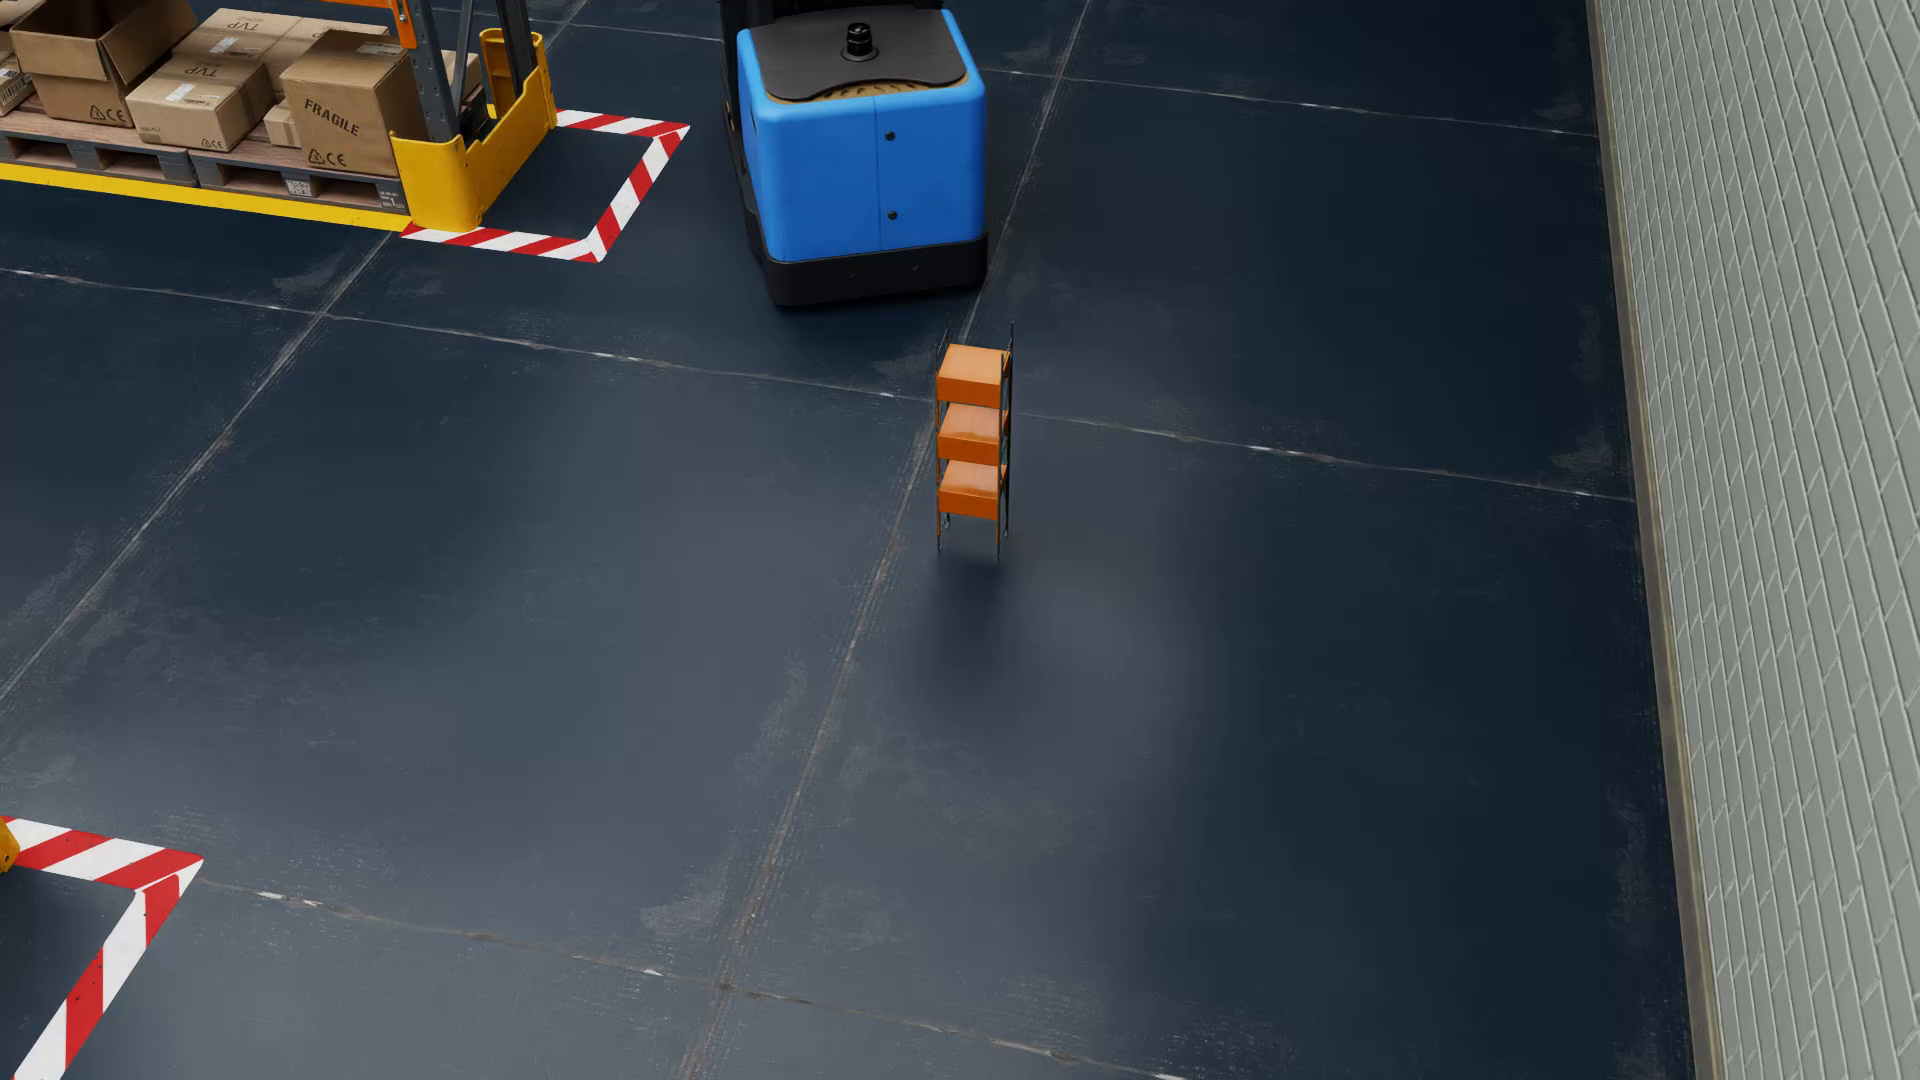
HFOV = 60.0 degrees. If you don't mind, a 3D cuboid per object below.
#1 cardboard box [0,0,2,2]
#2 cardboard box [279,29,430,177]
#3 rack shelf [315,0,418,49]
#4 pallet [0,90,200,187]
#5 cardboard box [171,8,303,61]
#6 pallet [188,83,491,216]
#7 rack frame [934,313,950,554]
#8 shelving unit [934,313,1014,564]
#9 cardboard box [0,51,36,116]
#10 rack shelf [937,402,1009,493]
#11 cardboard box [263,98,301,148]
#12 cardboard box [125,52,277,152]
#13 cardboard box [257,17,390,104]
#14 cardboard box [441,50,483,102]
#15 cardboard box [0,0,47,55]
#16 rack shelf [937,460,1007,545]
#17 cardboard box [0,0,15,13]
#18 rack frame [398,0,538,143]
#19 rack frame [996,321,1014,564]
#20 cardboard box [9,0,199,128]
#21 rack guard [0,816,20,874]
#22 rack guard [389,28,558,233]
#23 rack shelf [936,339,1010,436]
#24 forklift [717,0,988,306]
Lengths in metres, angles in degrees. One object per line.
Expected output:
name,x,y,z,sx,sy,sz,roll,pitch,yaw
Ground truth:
cardboard box,-5.702,-2.994,9.183,0.500,0.500,0.500,9,45,9
cardboard box,-3.001,-2.198,8.356,0.500,0.500,0.500,9,45,9
rack shelf,-4.368,-3.068,8.293,4.000,0.370,1.077,9,45,9
pallet,-4.456,-2.337,9.026,1.213,0.211,1.003,9,45,9
cardboard box,-3.861,-2.618,8.972,0.500,0.250,0.500,9,45,9
pallet,-3.269,-2.151,8.833,1.213,0.211,1.003,9,45,9
rack frame,-0.067,-0.389,6.397,0.008,1.050,0.200,9,45,9
shelving unit,0.052,-0.370,6.377,0.252,1.050,0.215,9,45,9
cardboard box,-5.111,-2.434,8.841,0.250,0.166,0.380,9,45,9
rack shelf,0.052,-0.363,6.385,0.240,0.259,0.215,9,45,9
cardboard box,-3.376,-2.200,8.598,0.250,0.166,0.380,9,45,9
cardboard box,-3.921,-2.272,8.613,0.500,0.250,0.500,9,45,9
cardboard box,-3.373,-2.542,8.894,0.500,0.250,0.500,9,45,9
cardboard box,-2.750,-2.452,8.873,0.250,0.149,0.380,9,45,9
cardboard box,-4.970,-2.812,9.130,0.500,0.311,0.500,9,45,9
rack shelf,0.052,-0.162,6.578,0.240,0.259,0.215,9,45,9
cardboard box,-5.323,-2.851,9.287,0.250,0.149,0.380,9,45,9
rack frame,-2.416,-3.024,7.729,0.127,3.000,1.000,9,45,9
rack frame,0.171,-0.352,6.358,0.008,1.050,0.200,9,45,9
cardboard box,-4.485,-2.608,8.780,0.637,0.503,0.797,9,45,9
rack guard,-3.475,1.223,5.119,0.348,0.500,1.175,9,45,9
rack guard,-2.491,-2.135,8.608,0.348,0.500,1.175,9,45,9
rack shelf,0.052,-0.567,6.188,0.240,0.259,0.215,9,45,9
forklift,-0.680,-3.187,7.948,1.130,2.935,3.031,-8,45,-9
